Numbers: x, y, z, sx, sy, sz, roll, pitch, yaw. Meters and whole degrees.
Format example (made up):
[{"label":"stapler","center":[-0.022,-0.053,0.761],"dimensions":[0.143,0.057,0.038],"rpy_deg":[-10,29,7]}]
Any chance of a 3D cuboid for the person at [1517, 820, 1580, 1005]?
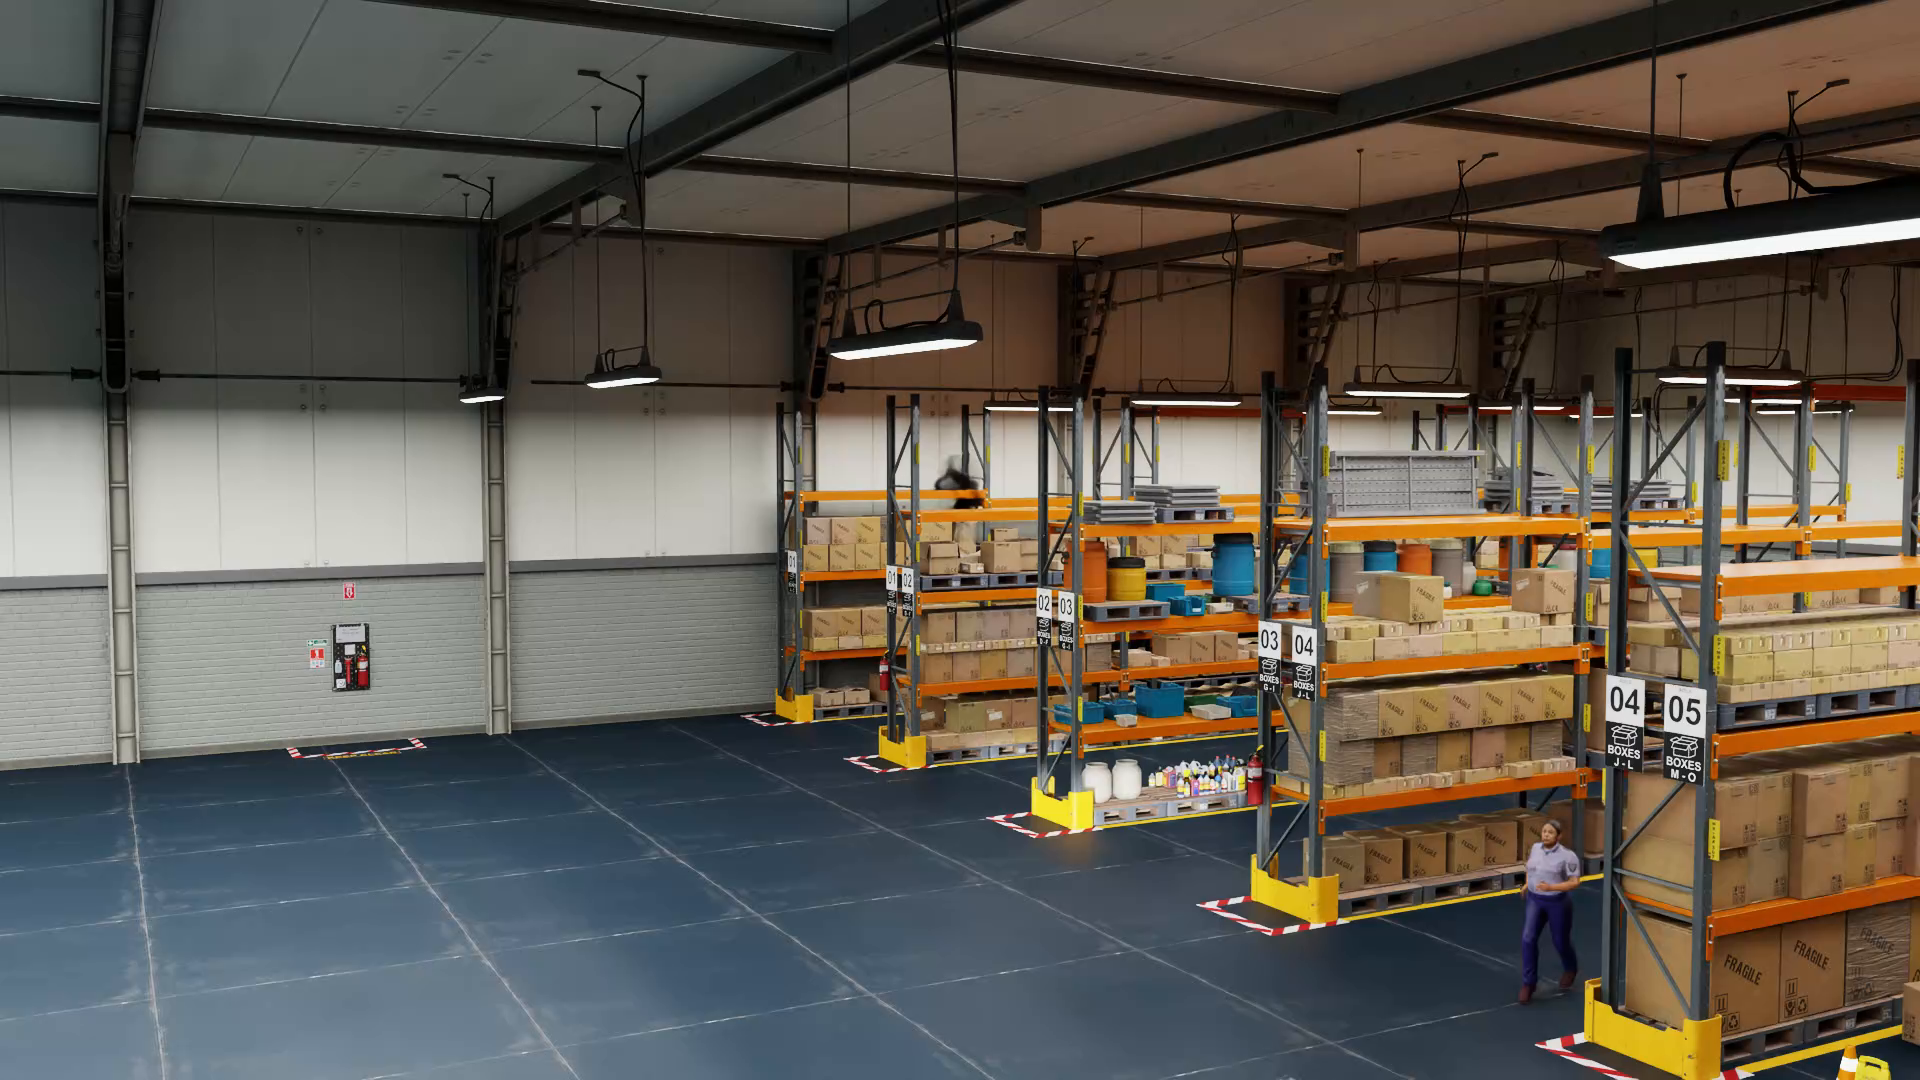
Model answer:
[{"label":"person","center":[5.538,3.457,15.606],"dimensions":[0.605,1.666,0.857],"rpy_deg":[3,4,43]}]
